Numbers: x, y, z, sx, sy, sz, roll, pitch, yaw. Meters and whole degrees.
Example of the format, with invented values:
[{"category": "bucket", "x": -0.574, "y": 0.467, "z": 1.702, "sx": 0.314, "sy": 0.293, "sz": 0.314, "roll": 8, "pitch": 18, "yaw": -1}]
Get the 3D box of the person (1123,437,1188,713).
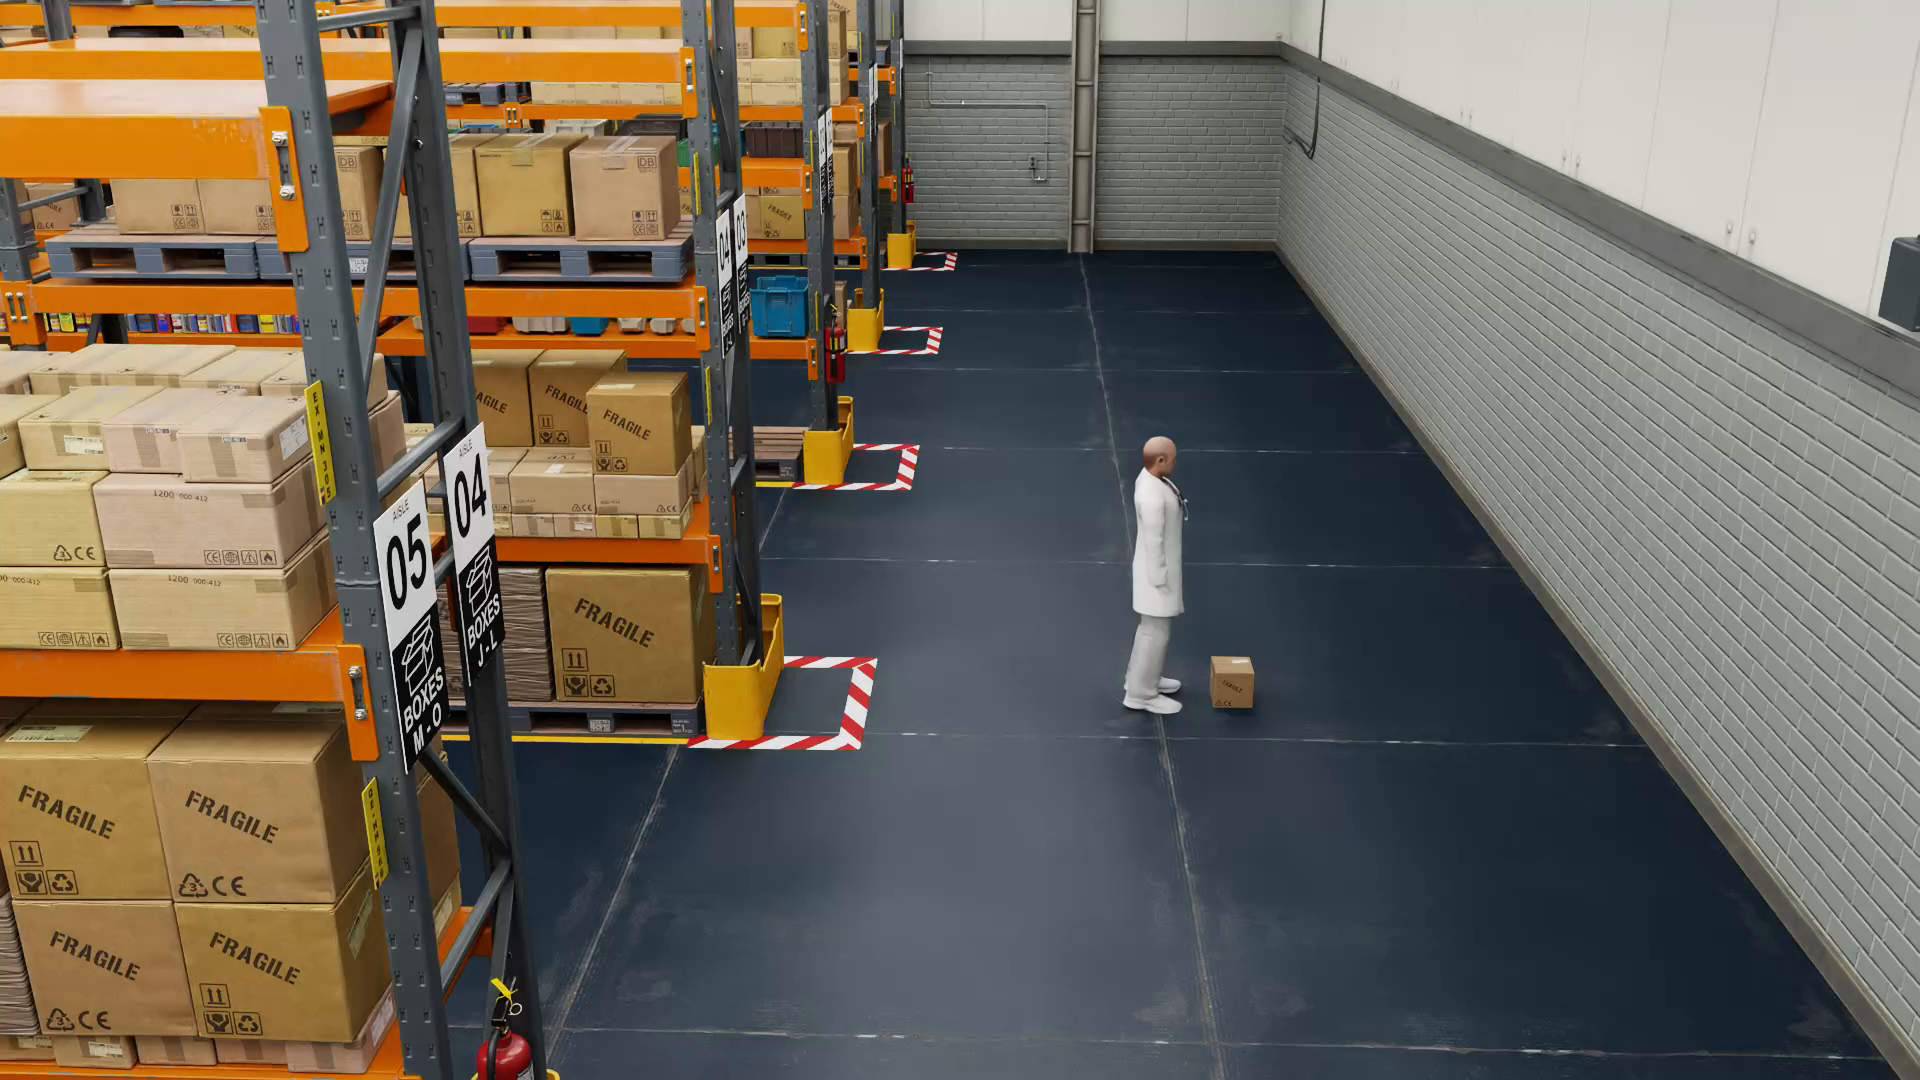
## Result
[{"category": "person", "x": 1.258, "y": 0.203, "z": 10.581, "sx": 0.389, "sy": 1.786, "sz": 0.563, "roll": 1, "pitch": 21, "yaw": 3}]
